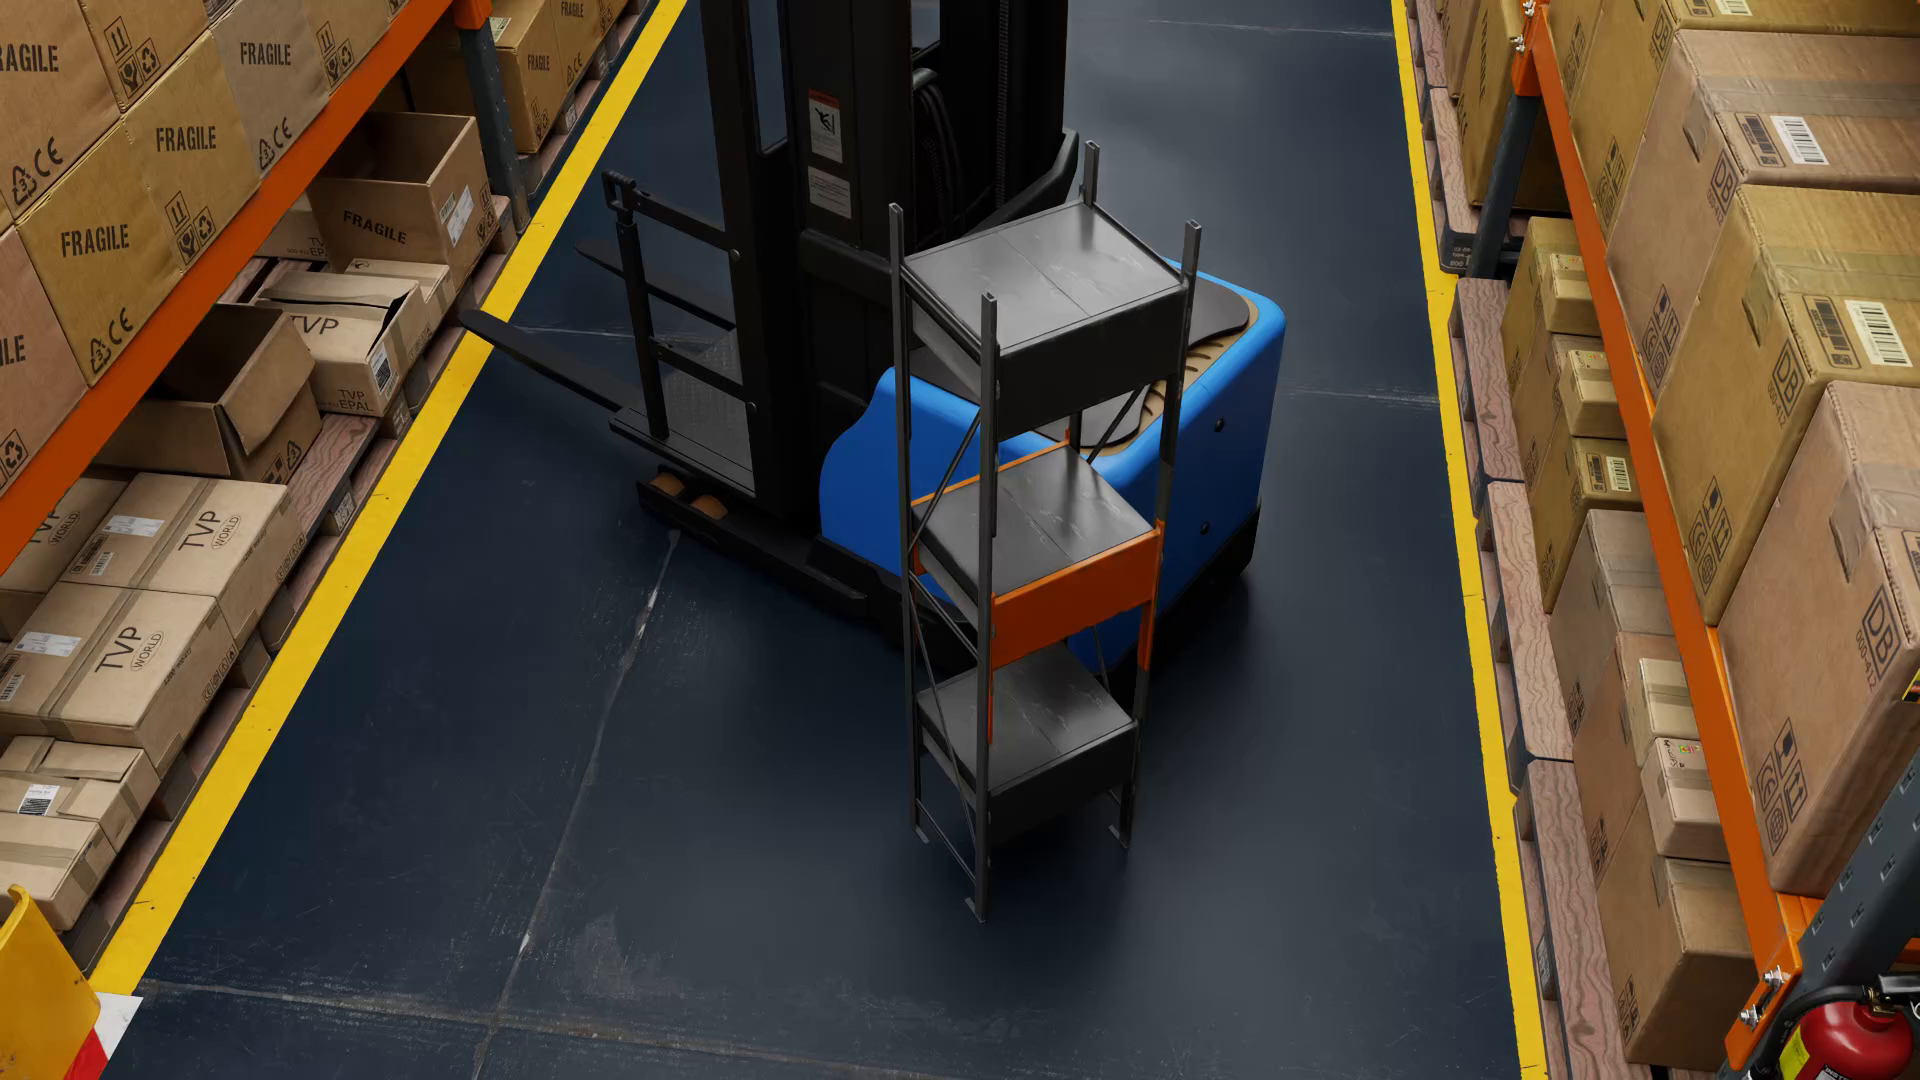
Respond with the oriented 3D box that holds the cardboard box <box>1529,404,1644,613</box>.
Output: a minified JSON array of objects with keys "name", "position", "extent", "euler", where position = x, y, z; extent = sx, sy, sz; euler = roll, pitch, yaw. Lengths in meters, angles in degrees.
[{"name":"cardboard box","position":[2.208,-0.083,5.168],"extent":[0.700,0.500,0.500],"euler":[6,44,6]}]

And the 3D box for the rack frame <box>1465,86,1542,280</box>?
[{"name":"rack frame","position":[2.549,-2.030,5.712],"extent":[1.000,3.000,0.127],"euler":[5,44,6]}]

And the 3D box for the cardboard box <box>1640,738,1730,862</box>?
[{"name":"cardboard box","position":[1.849,0.626,3.948],"extent":[0.380,0.149,0.250],"euler":[5,44,5]}]

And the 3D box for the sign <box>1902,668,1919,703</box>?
[{"name":"sign","position":[1.484,0.131,2.416],"extent":[0.100,0.325,0.005],"euler":[5,44,6]}]

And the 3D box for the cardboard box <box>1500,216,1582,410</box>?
[{"name":"cardboard box","position":[2.348,-0.774,5.899],"extent":[0.700,0.500,0.500],"euler":[6,44,6]}]

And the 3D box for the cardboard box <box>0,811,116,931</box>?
[{"name":"cardboard box","position":[-2.495,0.870,4.403],"extent":[0.380,0.149,0.250],"euler":[5,44,6]}]

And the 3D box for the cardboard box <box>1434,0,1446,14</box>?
[{"name":"cardboard box","position":[2.728,-3.042,8.039],"extent":[0.750,0.750,0.750],"euler":[5,44,5]}]

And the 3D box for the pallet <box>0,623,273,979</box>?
[{"name":"pallet","position":[-2.776,0.666,4.893],"extent":[1.003,0.211,1.213],"euler":[5,44,6]}]

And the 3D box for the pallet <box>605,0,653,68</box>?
[{"name":"pallet","position":[-2.133,-2.857,8.613],"extent":[1.003,0.211,1.213],"euler":[5,44,6]}]

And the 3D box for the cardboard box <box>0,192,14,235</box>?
[{"name":"cardboard box","position":[-2.509,-0.786,3.599],"extent":[0.500,0.500,0.500],"euler":[6,44,6]}]

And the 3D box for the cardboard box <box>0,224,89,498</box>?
[{"name":"cardboard box","position":[-2.508,-0.418,3.937],"extent":[0.500,0.500,0.500],"euler":[5,44,5]}]

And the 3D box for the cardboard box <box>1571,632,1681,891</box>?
[{"name":"cardboard box","position":[2.079,0.624,4.422],"extent":[0.700,0.500,0.500],"euler":[5,44,5]}]

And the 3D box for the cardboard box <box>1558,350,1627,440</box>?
[{"name":"cardboard box","position":[2.053,-0.437,5.071],"extent":[0.380,0.149,0.250],"euler":[4,44,4]}]

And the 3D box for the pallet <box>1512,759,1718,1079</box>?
[{"name":"pallet","position":[2.048,1.157,4.375],"extent":[1.003,0.211,1.213],"euler":[5,44,6]}]

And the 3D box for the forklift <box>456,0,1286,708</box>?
[{"name":"forklift","position":[-0.502,-1.319,5.011],"extent":[3.031,2.935,1.130],"euler":[27,50,26]}]

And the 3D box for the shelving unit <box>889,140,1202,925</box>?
[{"name":"shelving unit","position":[0.172,0.100,4.117],"extent":[0.503,2.100,0.431],"euler":[-22,48,-22]}]

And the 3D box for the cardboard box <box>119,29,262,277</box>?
[{"name":"cardboard box","position":[-2.371,-1.101,4.658],"extent":[0.500,0.500,0.500],"euler":[6,44,6]}]

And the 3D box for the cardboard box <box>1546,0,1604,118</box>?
[{"name":"cardboard box","position":[2.461,-1.771,5.220],"extent":[0.980,0.700,0.700],"euler":[6,44,6]}]

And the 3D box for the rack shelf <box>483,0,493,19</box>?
[{"name":"rack shelf","position":[-2.098,-3.579,7.872],"extent":[1.077,0.370,4.000],"euler":[5,44,6]}]

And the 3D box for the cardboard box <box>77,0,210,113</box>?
[{"name":"cardboard box","position":[-2.372,-1.473,4.324],"extent":[0.500,0.500,0.500],"euler":[5,44,5]}]

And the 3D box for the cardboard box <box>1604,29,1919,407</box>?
[{"name":"cardboard box","position":[2.272,-0.777,4.171],"extent":[0.980,0.700,0.700],"euler":[3,44,3]}]

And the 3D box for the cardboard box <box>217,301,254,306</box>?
[{"name":"cardboard box","position":[-2.737,-0.752,6.103],"extent":[0.380,0.166,0.250],"euler":[5,44,6]}]

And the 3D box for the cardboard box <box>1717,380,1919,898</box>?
[{"name":"cardboard box","position":[2.077,0.239,3.098],"extent":[0.980,0.700,0.700],"euler":[7,44,7]}]

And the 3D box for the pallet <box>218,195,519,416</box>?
[{"name":"pallet","position":[-2.454,-0.997,6.650],"extent":[1.003,0.211,1.213],"euler":[5,44,6]}]

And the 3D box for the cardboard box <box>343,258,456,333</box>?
[{"name":"cardboard box","position":[-2.146,-0.927,6.301],"extent":[0.380,0.149,0.250],"euler":[5,44,6]}]

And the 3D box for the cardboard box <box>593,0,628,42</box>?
[{"name":"cardboard box","position":[-1.924,-2.742,7.962],"extent":[0.500,0.500,0.500],"euler":[6,44,6]}]

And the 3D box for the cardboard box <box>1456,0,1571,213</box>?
[{"name":"cardboard box","position":[2.506,-1.857,6.787],"extent":[0.750,0.750,0.750],"euler":[6,44,6]}]

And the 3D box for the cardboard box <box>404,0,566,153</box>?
[{"name":"cardboard box","position":[-2.057,-2.037,7.218],"extent":[0.500,0.500,0.500],"euler":[3,44,4]}]

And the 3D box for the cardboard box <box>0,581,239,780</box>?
[{"name":"cardboard box","position":[-2.472,0.402,4.824],"extent":[0.500,0.250,0.500],"euler":[5,44,6]}]

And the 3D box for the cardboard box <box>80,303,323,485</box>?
[{"name":"cardboard box","position":[-2.605,-0.450,5.539],"extent":[0.797,0.503,0.637],"euler":[5,44,6]}]

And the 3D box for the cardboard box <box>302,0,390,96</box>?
[{"name":"cardboard box","position":[-2.241,-1.798,5.395],"extent":[0.500,0.500,0.500],"euler":[6,44,7]}]

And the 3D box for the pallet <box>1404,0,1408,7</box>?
[{"name":"pallet","position":[2.898,-3.213,8.990],"extent":[1.003,0.211,1.213],"euler":[5,44,6]}]

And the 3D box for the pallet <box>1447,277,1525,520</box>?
[{"name":"pallet","position":[2.370,-0.506,6.131],"extent":[1.003,0.211,1.213],"euler":[5,44,6]}]

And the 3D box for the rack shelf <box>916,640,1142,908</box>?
[{"name":"rack shelf","position":[0.172,0.618,4.608],"extent":[0.480,0.518,0.431],"euler":[-22,48,-22]}]

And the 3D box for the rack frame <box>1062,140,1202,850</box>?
[{"name":"rack frame","position":[0.381,0.014,4.208],"extent":[0.015,2.100,0.400],"euler":[-22,48,-22]}]

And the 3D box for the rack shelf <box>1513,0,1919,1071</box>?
[{"name":"rack shelf","position":[2.284,-0.406,4.520],"extent":[1.077,0.370,4.000],"euler":[5,44,6]}]
